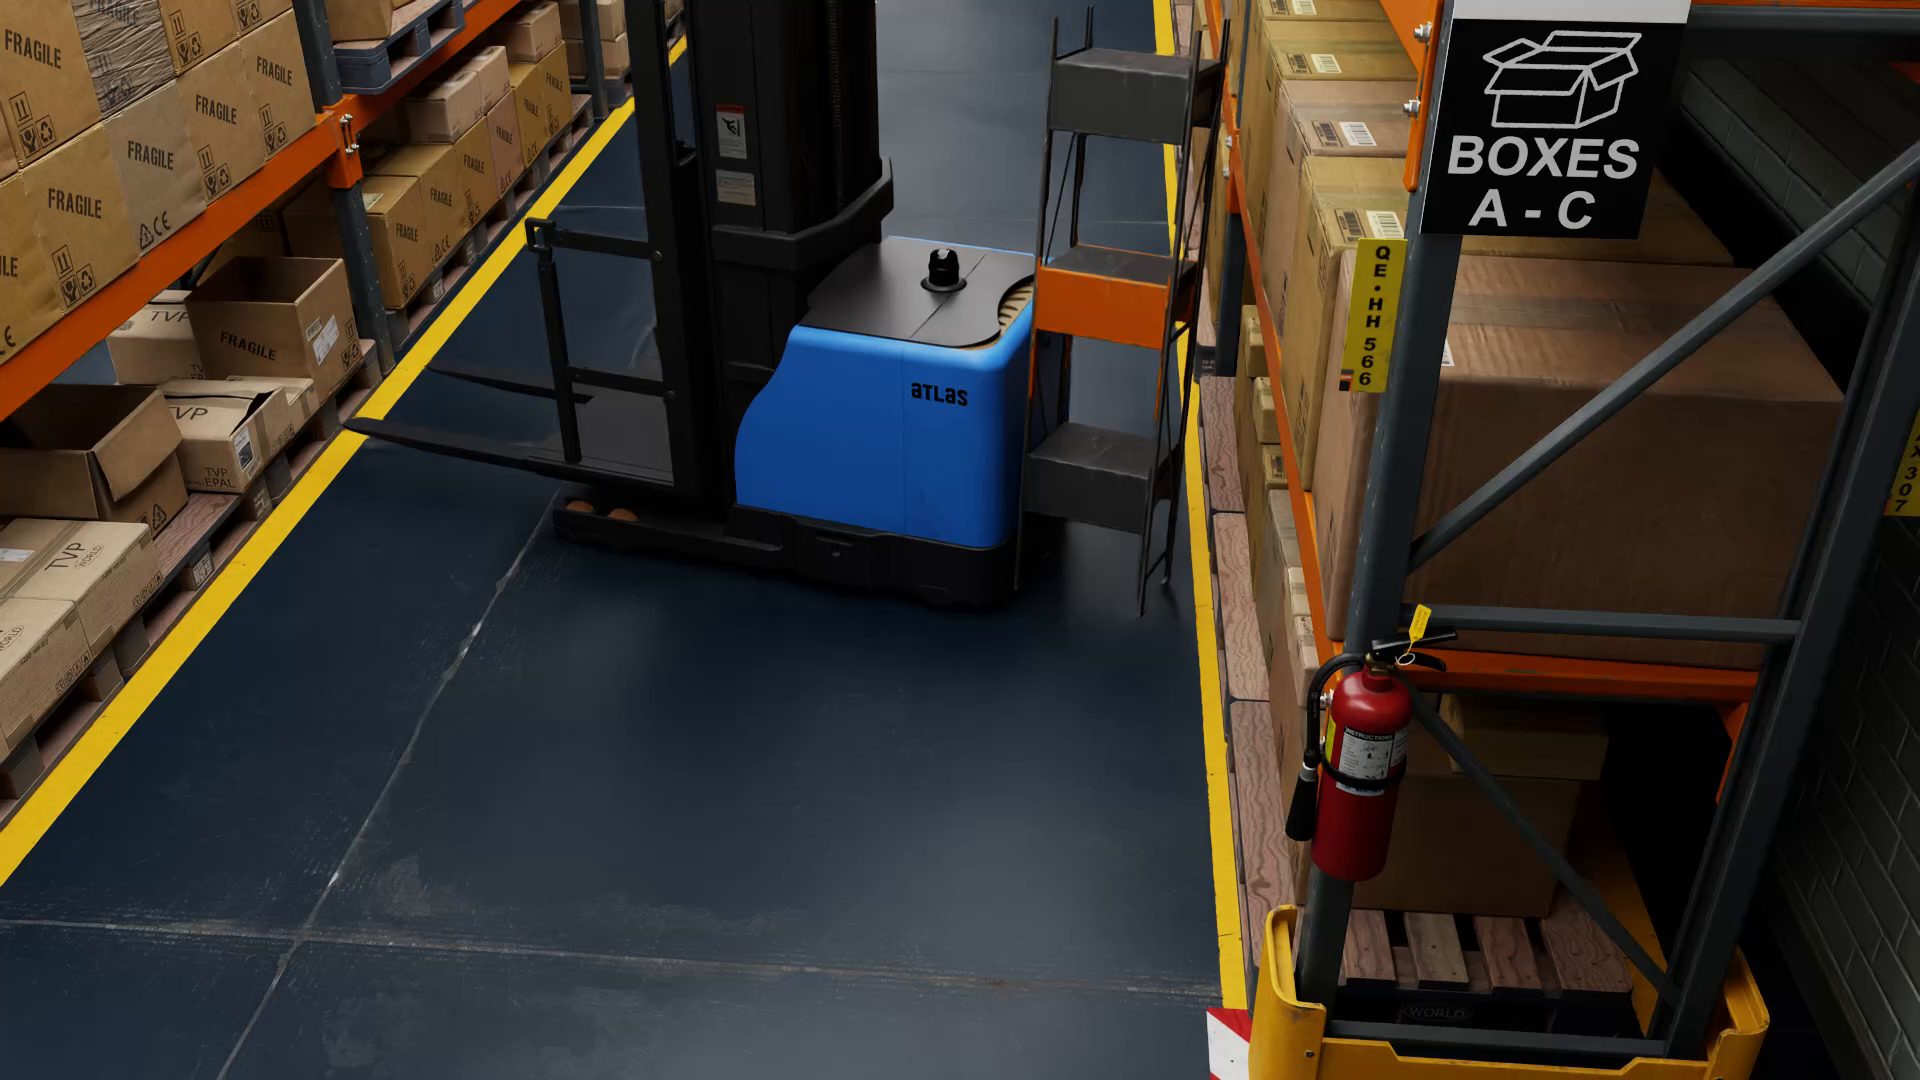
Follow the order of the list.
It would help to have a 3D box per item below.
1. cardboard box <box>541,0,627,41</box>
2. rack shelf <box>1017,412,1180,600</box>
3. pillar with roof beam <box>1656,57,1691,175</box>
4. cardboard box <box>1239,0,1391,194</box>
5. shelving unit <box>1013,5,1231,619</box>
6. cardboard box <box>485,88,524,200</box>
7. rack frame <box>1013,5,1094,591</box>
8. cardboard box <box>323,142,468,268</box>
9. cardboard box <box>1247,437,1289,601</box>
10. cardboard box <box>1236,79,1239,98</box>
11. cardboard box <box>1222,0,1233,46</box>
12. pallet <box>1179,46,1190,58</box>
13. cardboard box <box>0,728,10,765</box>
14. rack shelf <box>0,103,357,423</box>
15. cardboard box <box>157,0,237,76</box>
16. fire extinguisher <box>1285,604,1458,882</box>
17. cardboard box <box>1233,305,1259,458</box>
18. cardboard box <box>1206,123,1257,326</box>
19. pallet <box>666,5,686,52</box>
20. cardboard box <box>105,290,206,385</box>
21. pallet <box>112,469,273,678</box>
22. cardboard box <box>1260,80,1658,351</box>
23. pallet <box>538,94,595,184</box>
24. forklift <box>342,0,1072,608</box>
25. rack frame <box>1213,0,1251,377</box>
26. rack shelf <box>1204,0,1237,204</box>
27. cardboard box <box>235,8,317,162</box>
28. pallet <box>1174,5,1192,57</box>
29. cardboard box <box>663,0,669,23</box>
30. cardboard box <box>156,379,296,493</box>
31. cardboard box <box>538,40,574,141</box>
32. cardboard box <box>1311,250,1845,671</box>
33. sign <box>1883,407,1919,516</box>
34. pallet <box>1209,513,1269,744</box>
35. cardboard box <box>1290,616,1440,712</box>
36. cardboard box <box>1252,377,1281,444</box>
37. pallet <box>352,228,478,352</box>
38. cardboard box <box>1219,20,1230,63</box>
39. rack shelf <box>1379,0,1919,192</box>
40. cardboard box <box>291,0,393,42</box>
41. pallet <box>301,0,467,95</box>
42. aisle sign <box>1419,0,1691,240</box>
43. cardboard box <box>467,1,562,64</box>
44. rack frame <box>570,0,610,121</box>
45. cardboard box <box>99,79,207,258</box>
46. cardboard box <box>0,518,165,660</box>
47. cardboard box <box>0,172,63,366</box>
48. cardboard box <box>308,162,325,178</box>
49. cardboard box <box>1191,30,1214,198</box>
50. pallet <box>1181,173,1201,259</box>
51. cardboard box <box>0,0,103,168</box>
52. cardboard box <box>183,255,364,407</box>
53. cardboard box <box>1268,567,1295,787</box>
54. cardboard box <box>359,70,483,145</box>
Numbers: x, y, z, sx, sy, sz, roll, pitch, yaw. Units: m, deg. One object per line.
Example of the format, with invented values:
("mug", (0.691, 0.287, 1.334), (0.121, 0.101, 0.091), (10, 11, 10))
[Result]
("cardboard box", (-2.597, -3.715, 11.605), (0.500, 0.311, 0.500), (3, 32, 6))
("rack shelf", (0.528, -0.136, 6.271), (0.480, 0.518, 0.431), (12, 26, 20))
("pillar with roof beam", (-1.806, -4.240, 5.054), (9.100, 9.000, 0.400), (2, 32, 4))
("cardboard box", (1.620, -1.750, 6.445), (0.980, 0.700, 0.700), (3, 32, 5))
("shelving unit", (0.560, -0.785, 5.976), (0.503, 2.100, 0.431), (12, 26, 20))
("cardboard box", (-2.853, -2.286, 9.563), (0.500, 0.500, 0.500), (1, 32, 2))
("rack frame", (0.335, -0.834, 6.058), (0.015, 2.100, 0.400), (12, 26, 20))
("cardboard box", (-2.943, -1.760, 8.711), (0.500, 0.500, 0.500), (3, 32, 5))
("cardboard box", (1.429, -0.103, 6.040), (0.700, 0.500, 0.500), (3, 32, 5))
("cardboard box", (1.425, -1.996, 7.350), (0.380, 0.149, 0.250), (3, 32, 4))
("cardboard box", (1.498, -2.603, 7.716), (0.500, 0.500, 0.500), (3, 32, 4))
("pallet", (2.071, -3.219, 11.772), (1.003, 0.211, 1.213), (2, 32, 4))
("cardboard box", (-3.186, 0.660, 5.101), (0.380, 0.166, 0.250), (2, 32, 4))
("rack shelf", (-3.420, -0.763, 5.815), (1.077, 0.370, 4.000), (2, 32, 4))
("cardboard box", (-3.080, -2.040, 6.153), (0.500, 0.500, 0.500), (2, 32, 3))
("fire extinguisher", (0.882, 0.437, 3.611), (0.296, 0.674, 0.183), (2, 32, 4))
("cardboard box", (1.517, -0.634, 6.901), (0.700, 0.500, 0.500), (3, 32, 5))
("cardboard box", (1.603, -1.515, 7.997), (0.750, 0.750, 0.750), (3, 32, 5))
("pallet", (-2.724, -4.085, 13.177), (1.003, 0.211, 1.213), (2, 32, 4))
("cardboard box", (-3.507, -0.948, 7.572), (0.500, 0.311, 0.500), (2, 32, 4))
("pallet", (-3.411, 0.071, 6.434), (1.003, 0.211, 1.213), (2, 32, 4))
("cardboard box", (1.505, -0.988, 5.208), (0.980, 0.700, 0.700), (1, 32, 2))
("pallet", (-3.030, -2.631, 10.818), (1.003, 0.211, 1.213), (2, 32, 4))
("forklift", (-1.113, -1.453, 6.314), (3.031, 2.935, 1.130), (10, 33, 16))
("rack frame", (1.680, -1.906, 6.983), (1.000, 3.000, 0.127), (2, 32, 4))
("rack shelf", (1.843, -2.645, 8.869), (1.077, 0.370, 4.000), (2, 32, 4))
("cardboard box", (-3.043, -1.885, 6.855), (0.500, 0.500, 0.500), (3, 32, 5))
("pallet", (2.173, -3.855, 12.804), (1.003, 0.211, 1.213), (2, 32, 4))
("cardboard box", (-2.520, -4.011, 12.621), (0.500, 0.250, 0.500), (2, 32, 3))
("cardboard box", (-3.082, -0.456, 6.774), (0.500, 0.311, 0.500), (2, 32, 4))
("cardboard box", (-2.774, -2.831, 10.448), (0.500, 0.500, 0.500), (4, 32, 6))
("cardboard box", (1.386, -0.209, 3.944), (0.980, 0.700, 0.700), (4, 32, 6))
("sign", (1.907, -0.189, 3.298), (0.100, 0.325, 0.005), (2, 32, 4))
("pallet", (1.443, 0.315, 6.037), (1.003, 0.211, 1.213), (2, 32, 4))
("cardboard box", (1.140, 0.350, 4.687), (0.380, 0.149, 0.250), (2, 32, 3))
("cardboard box", (1.265, -0.465, 6.010), (0.380, 0.149, 0.250), (2, 32, 3))
("pallet", (-3.229, -1.355, 8.748), (1.003, 0.211, 1.213), (2, 32, 4))
("cardboard box", (1.451, -2.403, 8.011), (0.380, 0.149, 0.250), (2, 32, 4))
("rack shelf", (1.517, -1.831, 4.688), (1.077, 0.370, 4.000), (2, 32, 4))
("cardboard box", (-2.996, -2.575, 7.573), (0.700, 0.500, 0.500), (-8, 33, -13))
("pallet", (-3.084, -2.447, 8.044), (1.003, 0.211, 1.213), (2, 32, 4))
("aisle sign", (1.049, -0.896, 2.867), (0.394, 0.787, 0.004), (2, 32, 4))
("cardboard box", (-2.775, -3.121, 10.203), (0.500, 0.250, 0.500), (4, 32, 6))
("rack frame", (-2.932, -4.207, 10.717), (1.000, 3.000, 0.127), (2, 32, 4))
("cardboard box", (-3.123, -1.347, 5.982), (0.500, 0.500, 0.500), (3, 32, 5))
("cardboard box", (-3.175, 0.165, 5.825), (0.500, 0.250, 0.500), (2, 32, 4))
("cardboard box", (-3.204, -0.819, 5.125), (0.500, 0.500, 0.500), (2, 32, 4))
("cardboard box", (-3.454, -1.767, 8.721), (0.500, 0.500, 0.500), (3, 32, 4))
("cardboard box", (1.737, -2.424, 9.473), (0.750, 0.750, 0.750), (2, 32, 4))
("pallet", (1.764, -1.765, 9.413), (1.003, 0.211, 1.213), (2, 32, 4))
("cardboard box", (-3.163, -1.513, 5.298), (0.500, 0.500, 0.500), (2, 32, 4))
("cardboard box", (-3.021, -0.928, 7.361), (0.500, 0.500, 0.500), (2, 32, 4))
("cardboard box", (1.352, 0.439, 5.160), (0.700, 0.500, 0.500), (2, 32, 4))
("cardboard box", (-2.894, -2.323, 8.909), (0.500, 0.250, 0.500), (3, 32, 4))
